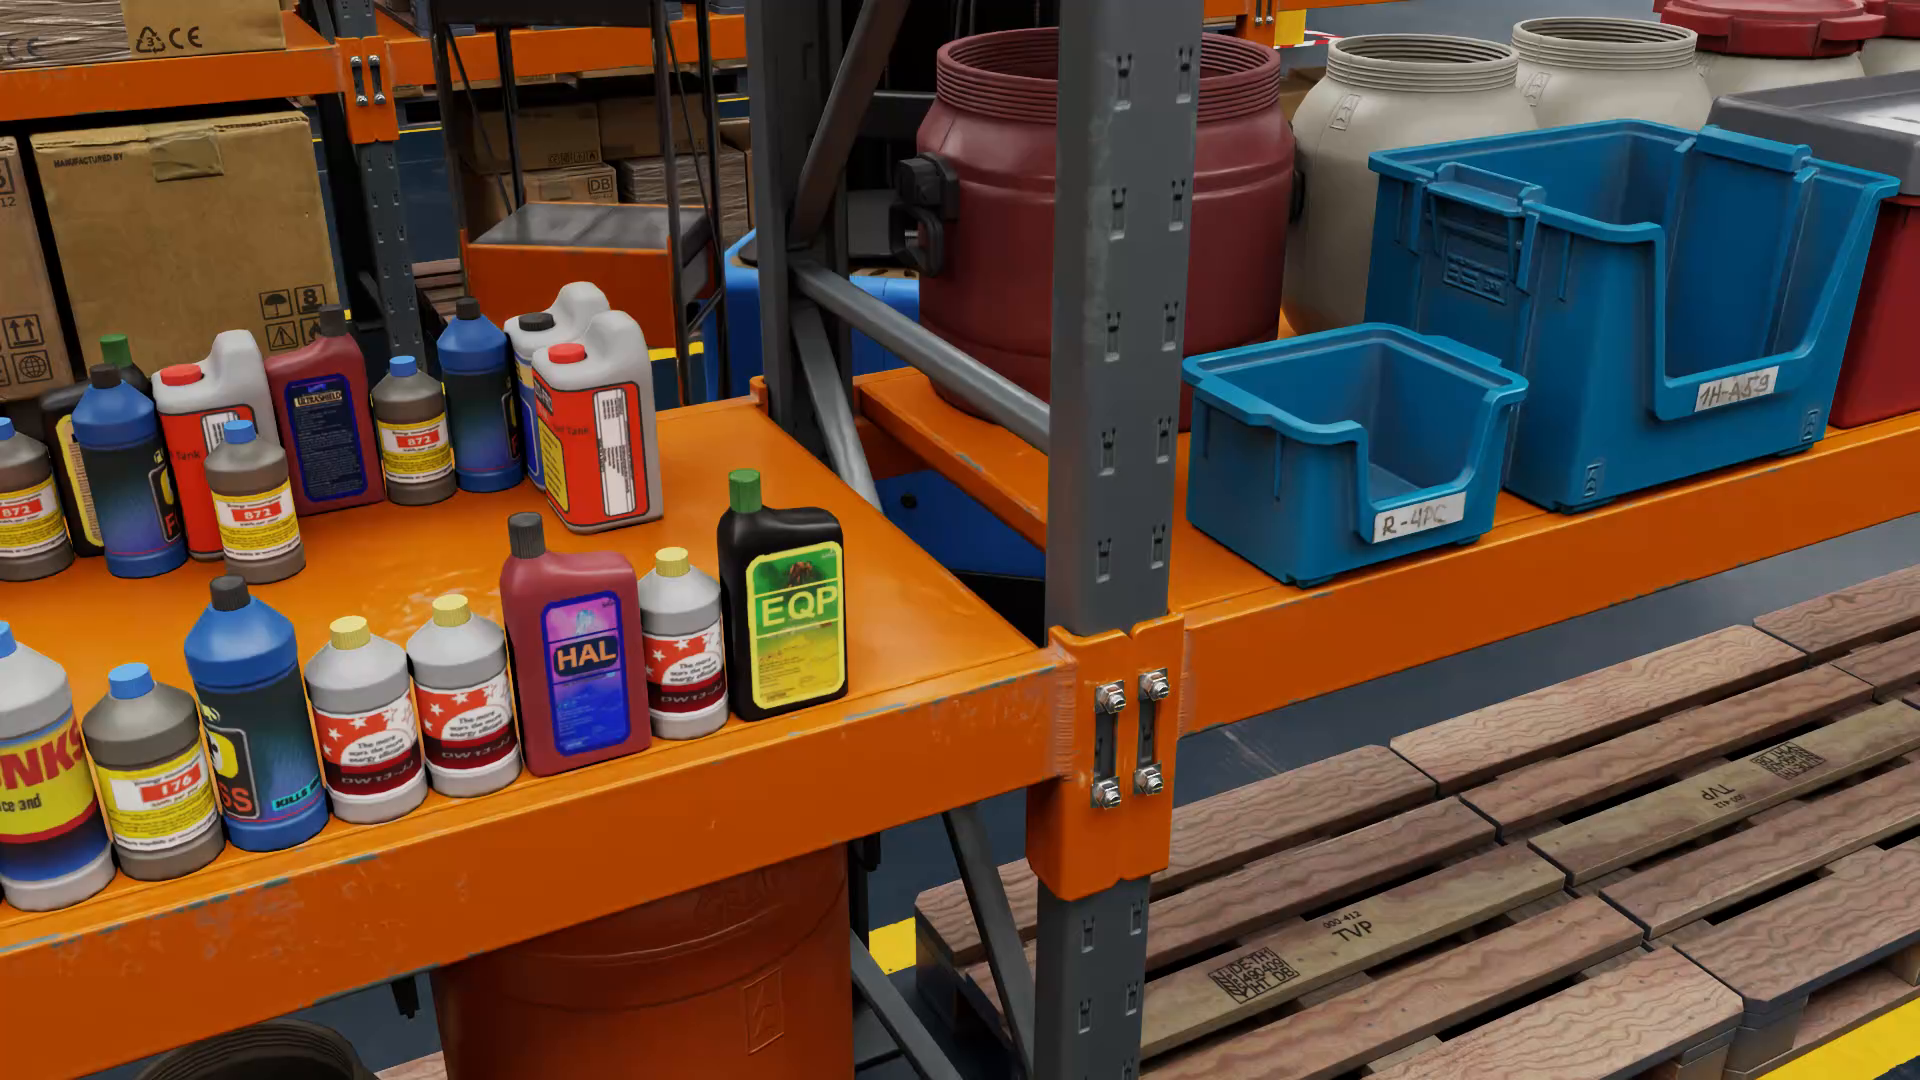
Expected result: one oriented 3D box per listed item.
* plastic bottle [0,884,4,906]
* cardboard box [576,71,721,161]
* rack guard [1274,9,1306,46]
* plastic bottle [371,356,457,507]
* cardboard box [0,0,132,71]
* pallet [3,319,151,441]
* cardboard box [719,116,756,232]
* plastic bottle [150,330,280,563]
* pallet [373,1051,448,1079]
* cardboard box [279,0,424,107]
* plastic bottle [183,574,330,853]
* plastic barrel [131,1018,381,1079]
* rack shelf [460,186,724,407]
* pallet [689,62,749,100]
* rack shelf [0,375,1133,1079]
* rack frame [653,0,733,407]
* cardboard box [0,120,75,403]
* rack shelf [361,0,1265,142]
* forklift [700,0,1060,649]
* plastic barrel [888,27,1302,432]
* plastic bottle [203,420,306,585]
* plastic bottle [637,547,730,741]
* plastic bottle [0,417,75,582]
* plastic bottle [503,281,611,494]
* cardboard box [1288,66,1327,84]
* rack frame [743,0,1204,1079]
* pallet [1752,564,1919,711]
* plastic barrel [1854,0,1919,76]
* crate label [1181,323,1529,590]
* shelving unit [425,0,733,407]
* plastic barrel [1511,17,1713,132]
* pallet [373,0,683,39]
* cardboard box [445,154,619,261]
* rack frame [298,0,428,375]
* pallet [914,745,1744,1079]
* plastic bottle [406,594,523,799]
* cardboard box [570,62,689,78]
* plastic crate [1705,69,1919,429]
[{"bbox_3d":[-0.936,0.252,1.490,0.097,0.201,0.097,0,26,0],"label":"plastic bottle"},{"bbox_3d":[-1.327,-1.807,7.061,0.500,0.250,0.500,-10,27,-19],"label":"cardboard box"},{"bbox_3d":[2.468,-4.560,14.170,0.348,0.500,1.175,-13,29,-25],"label":"rack guard"},{"bbox_3d":[-0.772,-0.159,2.345,0.097,0.201,0.097,0,26,0],"label":"plastic bottle"},{"bbox_3d":[-3.129,-1.888,5.602,0.500,0.500,0.500,-13,29,-26],"label":"cardboard box"},{"bbox_3d":[-3.099,-0.749,6.566,1.213,0.211,1.003,-13,29,-25],"label":"pallet"},{"bbox_3d":[-0.805,-1.589,7.474,0.500,0.500,0.700,-11,28,-21],"label":"cardboard box"},{"bbox_3d":[-0.979,-0.131,2.201,0.135,0.276,0.152,-13,29,-25],"label":"plastic bottle"},{"bbox_3d":[-0.713,1.188,2.533,1.213,0.211,1.003,-13,29,-25],"label":"pallet"},{"bbox_3d":[-4.033,-3.317,10.808,0.750,0.750,1.050,-13,29,-26],"label":"cardboard box"},{"bbox_3d":[-0.679,0.160,1.599,0.097,0.271,0.097,0,26,0],"label":"plastic bottle"},{"bbox_3d":[-0.917,0.941,2.213,0.421,0.512,0.421,0,26,0],"label":"plastic barrel"},{"bbox_3d":[-0.848,-0.530,3.959,0.480,0.518,0.431,3,26,6],"label":"rack shelf"},{"bbox_3d":[-1.728,-3.424,12.138,1.213,0.211,1.003,-13,29,-25],"label":"pallet"},{"bbox_3d":[-1.802,0.486,1.604,4.000,0.370,1.077,-13,29,-25],"label":"rack shelf"},{"bbox_3d":[-0.606,-0.530,3.928,0.015,2.100,0.400,3,26,6],"label":"rack frame"},{"bbox_3d":[-3.776,-1.058,5.957,0.875,0.875,1.225,-13,29,-25],"label":"cardboard box"},{"bbox_3d":[-0.603,-2.221,7.241,4.000,0.370,1.077,-13,29,-25],"label":"rack shelf"},{"bbox_3d":[0.138,-1.614,5.224,1.130,2.935,3.031,6,26,11],"label":"forklift"},{"bbox_3d":[0.230,-0.518,2.705,0.708,0.536,0.600,-13,29,-25],"label":"plastic barrel"},{"bbox_3d":[-0.904,-0.054,2.126,0.097,0.201,0.097,0,26,0],"label":"plastic bottle"},{"bbox_3d":[-0.303,0.105,1.794,0.097,0.201,0.097,0,26,0],"label":"plastic bottle"},{"bbox_3d":[-1.212,-0.057,2.133,0.097,0.201,0.097,0,26,0],"label":"plastic bottle"},{"bbox_3d":[-0.571,-0.225,2.397,0.135,0.276,0.152,-13,29,-25],"label":"plastic bottle"},{"bbox_3d":[2.036,-2.200,8.770,0.500,0.500,0.500,-4,26,-9],"label":"cardboard box"},{"bbox_3d":[-0.037,-0.246,2.297,0.127,3.000,1.000,-13,29,-25],"label":"rack frame"},{"bbox_3d":[2.818,0.371,4.233,1.213,0.211,1.003,-13,29,-25],"label":"pallet"},{"bbox_3d":[1.898,-0.861,3.422,0.433,0.535,0.433,0,26,0],"label":"plastic barrel"},{"bbox_3d":[0.511,-0.113,2.214,0.416,0.233,0.303,-13,29,-25],"label":"crate label"},{"bbox_3d":[-0.848,-0.542,3.953,0.503,2.100,0.431,3,26,6],"label":"shelving unit"},{"bbox_3d":[1.142,-0.673,3.058,0.421,0.512,0.421,0,26,0],"label":"plastic barrel"},{"bbox_3d":[-1.789,-2.237,6.665,1.003,0.211,1.213,-13,29,-25],"label":"pallet"},{"bbox_3d":[-1.786,-1.353,6.982,0.500,0.500,0.700,-15,29,-28],"label":"cardboard box"},{"bbox_3d":[-2.367,-2.138,6.237,0.127,3.000,1.000,-13,29,-25],"label":"rack frame"},{"bbox_3d":[0.665,0.868,3.198,1.213,0.211,1.003,-13,29,-25],"label":"pallet"},{"bbox_3d":[-0.507,0.152,1.696,0.097,0.201,0.097,0,26,0],"label":"plastic bottle"},{"bbox_3d":[-2.441,-3.686,11.577,0.750,0.750,1.050,-13,29,-25],"label":"cardboard box"},{"bbox_3d":[1.533,-0.487,2.725,0.583,0.464,0.402,-13,29,-25],"label":"plastic crate"}]
